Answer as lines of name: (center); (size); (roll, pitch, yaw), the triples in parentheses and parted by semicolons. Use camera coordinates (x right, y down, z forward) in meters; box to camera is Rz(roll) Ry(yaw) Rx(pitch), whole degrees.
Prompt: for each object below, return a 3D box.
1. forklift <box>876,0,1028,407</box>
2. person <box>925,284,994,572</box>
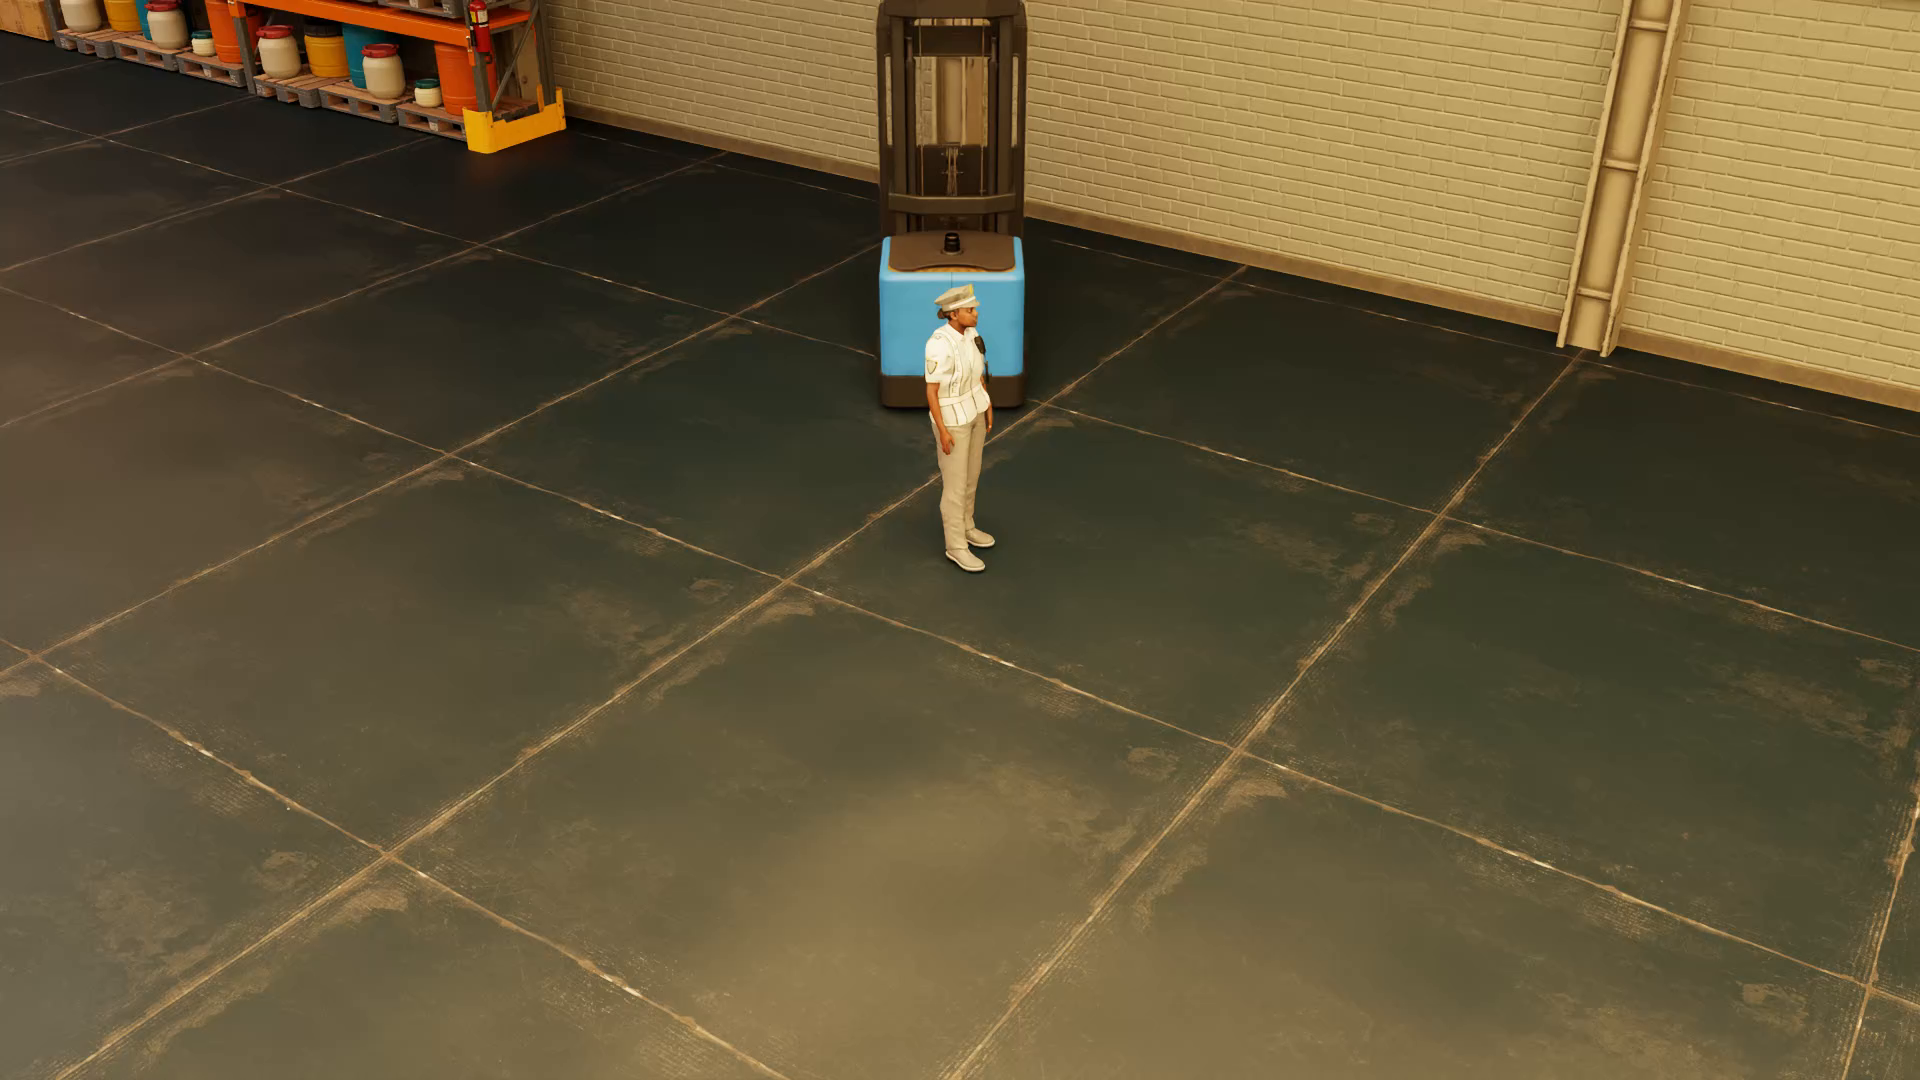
forklift: (-0.060, -2.926, 12.620); (1.130, 2.935, 3.031); (0, 30, 0)
person: (0.051, -0.710, 10.020); (0.529, 1.694, 0.569); (19, 35, 29)
